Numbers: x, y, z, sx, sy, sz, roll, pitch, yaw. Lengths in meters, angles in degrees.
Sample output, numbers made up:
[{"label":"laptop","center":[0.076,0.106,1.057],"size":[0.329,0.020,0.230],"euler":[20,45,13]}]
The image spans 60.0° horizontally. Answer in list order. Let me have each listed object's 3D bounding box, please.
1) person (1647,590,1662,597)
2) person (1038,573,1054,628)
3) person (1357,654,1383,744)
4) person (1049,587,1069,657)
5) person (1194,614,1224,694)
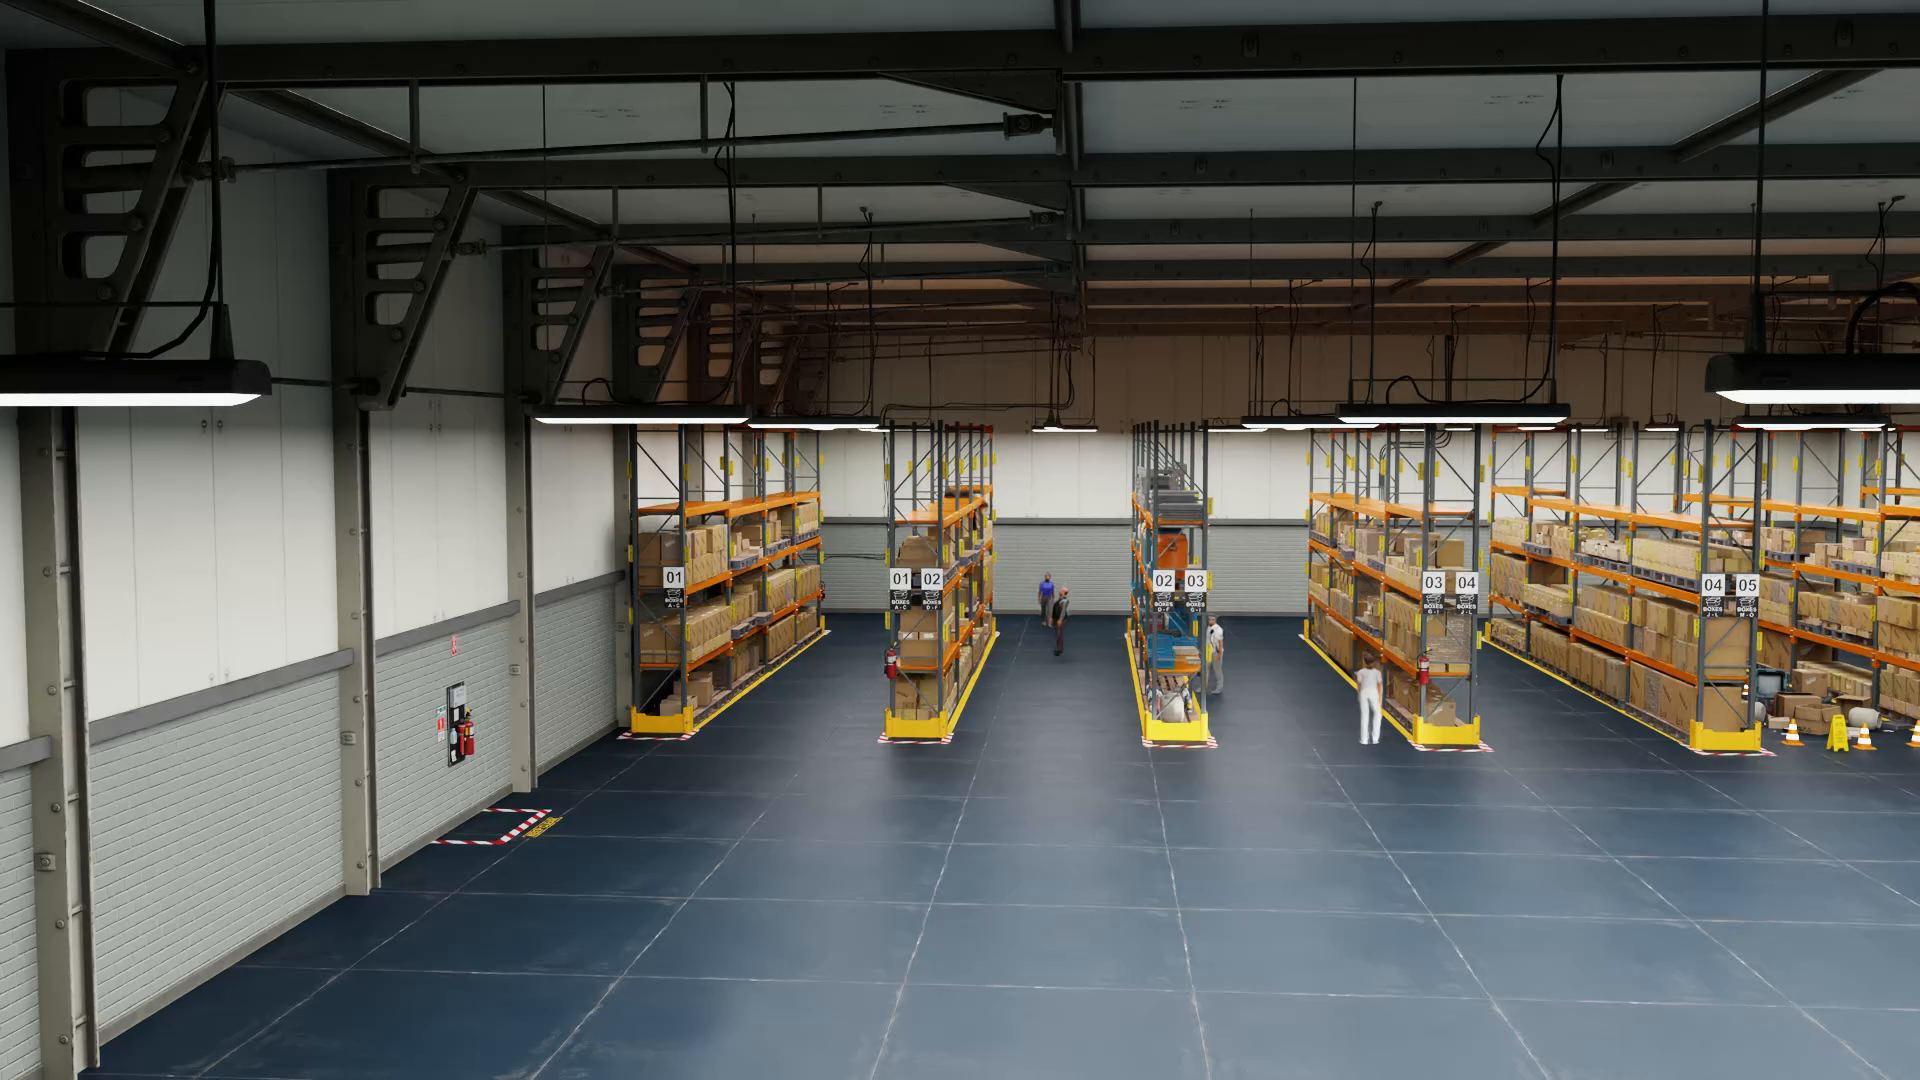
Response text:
[{"label":"person","center":[20.225,1.838,48.332],"size":[0.735,1.626,0.506],"euler":[0,4,-3]},{"label":"person","center":[2.566,1.792,49.344],"size":[0.483,1.595,0.998],"euler":[0,4,1]},{"label":"person","center":[7.580,2.961,30.742],"size":[0.479,1.725,0.552],"euler":[2,4,29]},{"label":"person","center":[2.556,2.102,42.970],"size":[0.533,1.756,0.568],"euler":[-2,4,-31]},{"label":"person","center":[5.543,2.516,36.904],"size":[0.590,1.782,0.582],"euler":[-2,4,-24]}]
